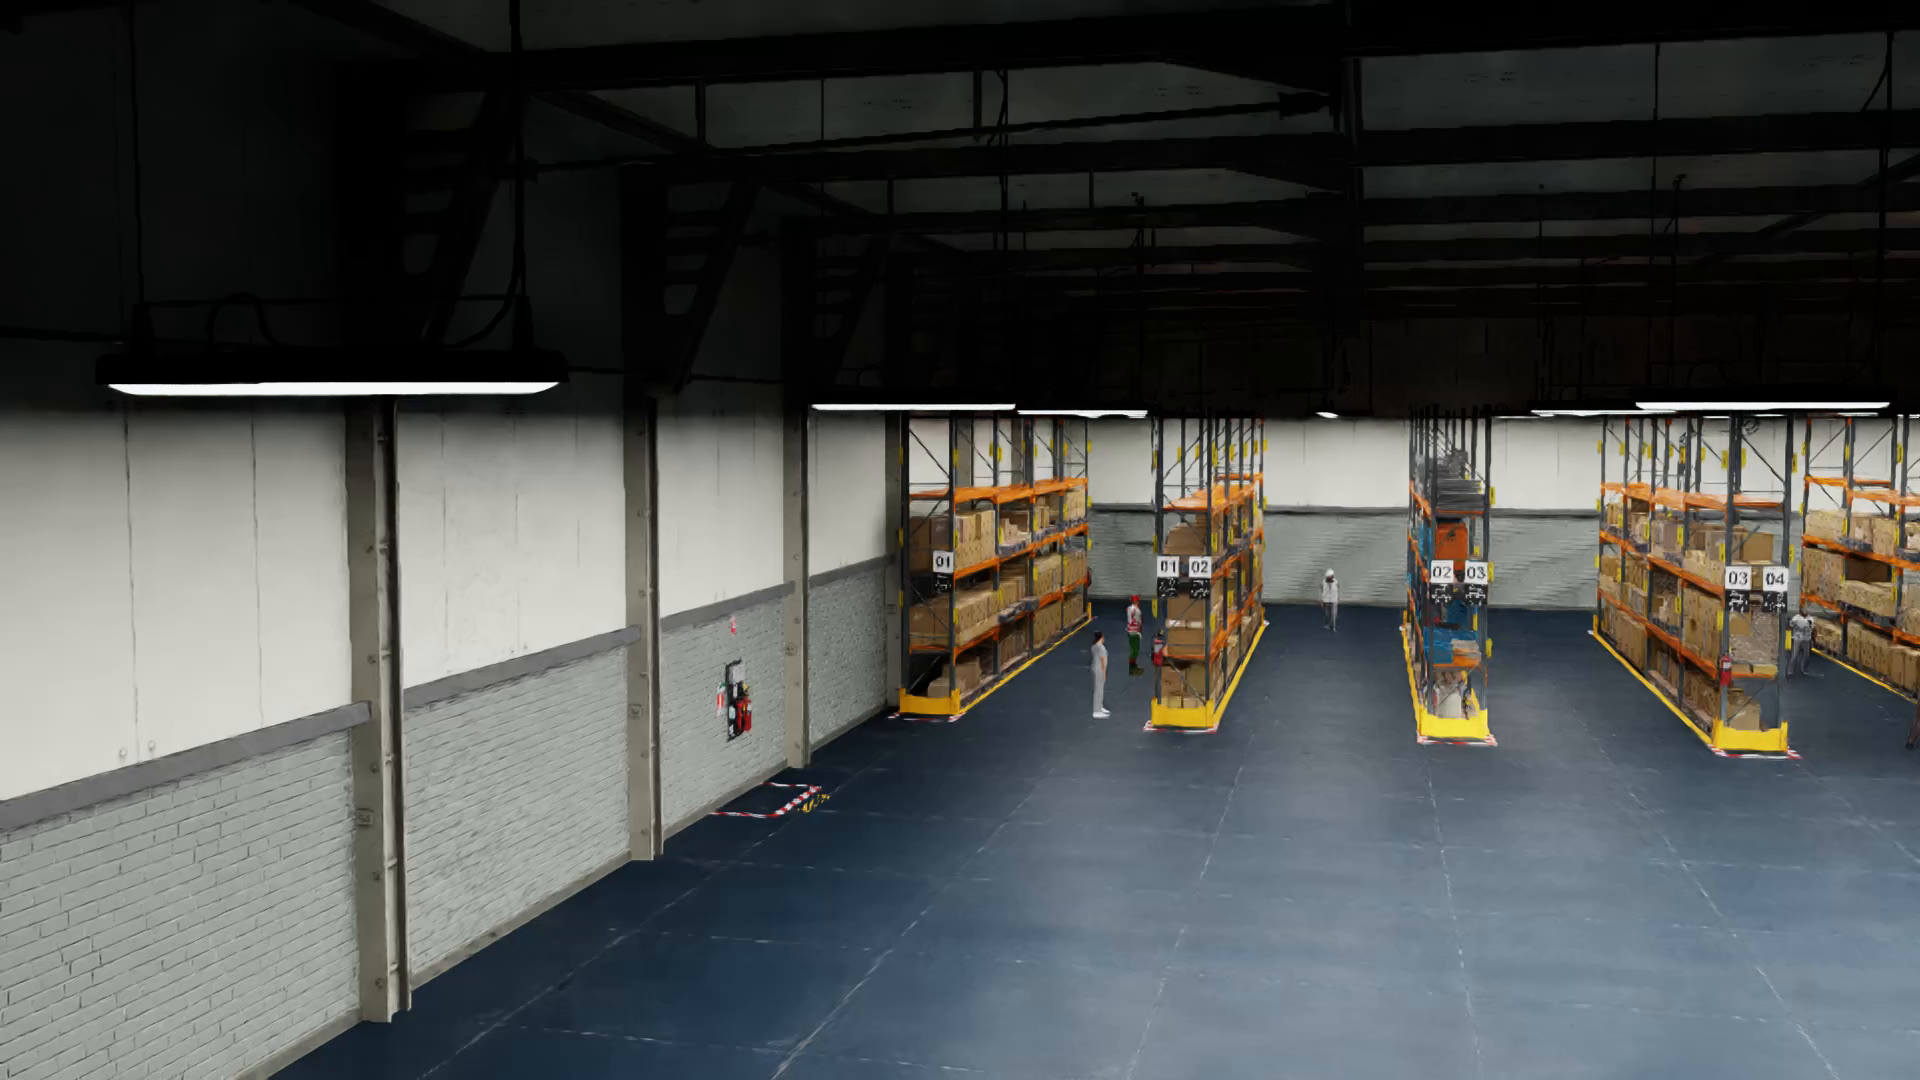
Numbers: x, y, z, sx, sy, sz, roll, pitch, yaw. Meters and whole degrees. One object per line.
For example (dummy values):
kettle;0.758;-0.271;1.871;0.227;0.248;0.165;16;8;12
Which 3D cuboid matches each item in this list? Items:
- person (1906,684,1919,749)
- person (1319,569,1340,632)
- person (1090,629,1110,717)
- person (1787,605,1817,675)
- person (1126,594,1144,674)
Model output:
person;16.758;2.834;28.632;0.674;1.664;0.841;0;4;-4
person;10.035;1.624;45.200;0.543;1.698;1.115;1;4;16
person;2.733;2.563;32.198;0.431;1.677;0.496;-1;4;-18
person;18.911;2.238;37.358;0.592;1.629;0.532;1;4;12
person;3.999;2.115;37.652;0.450;1.781;0.605;-1;4;-17
